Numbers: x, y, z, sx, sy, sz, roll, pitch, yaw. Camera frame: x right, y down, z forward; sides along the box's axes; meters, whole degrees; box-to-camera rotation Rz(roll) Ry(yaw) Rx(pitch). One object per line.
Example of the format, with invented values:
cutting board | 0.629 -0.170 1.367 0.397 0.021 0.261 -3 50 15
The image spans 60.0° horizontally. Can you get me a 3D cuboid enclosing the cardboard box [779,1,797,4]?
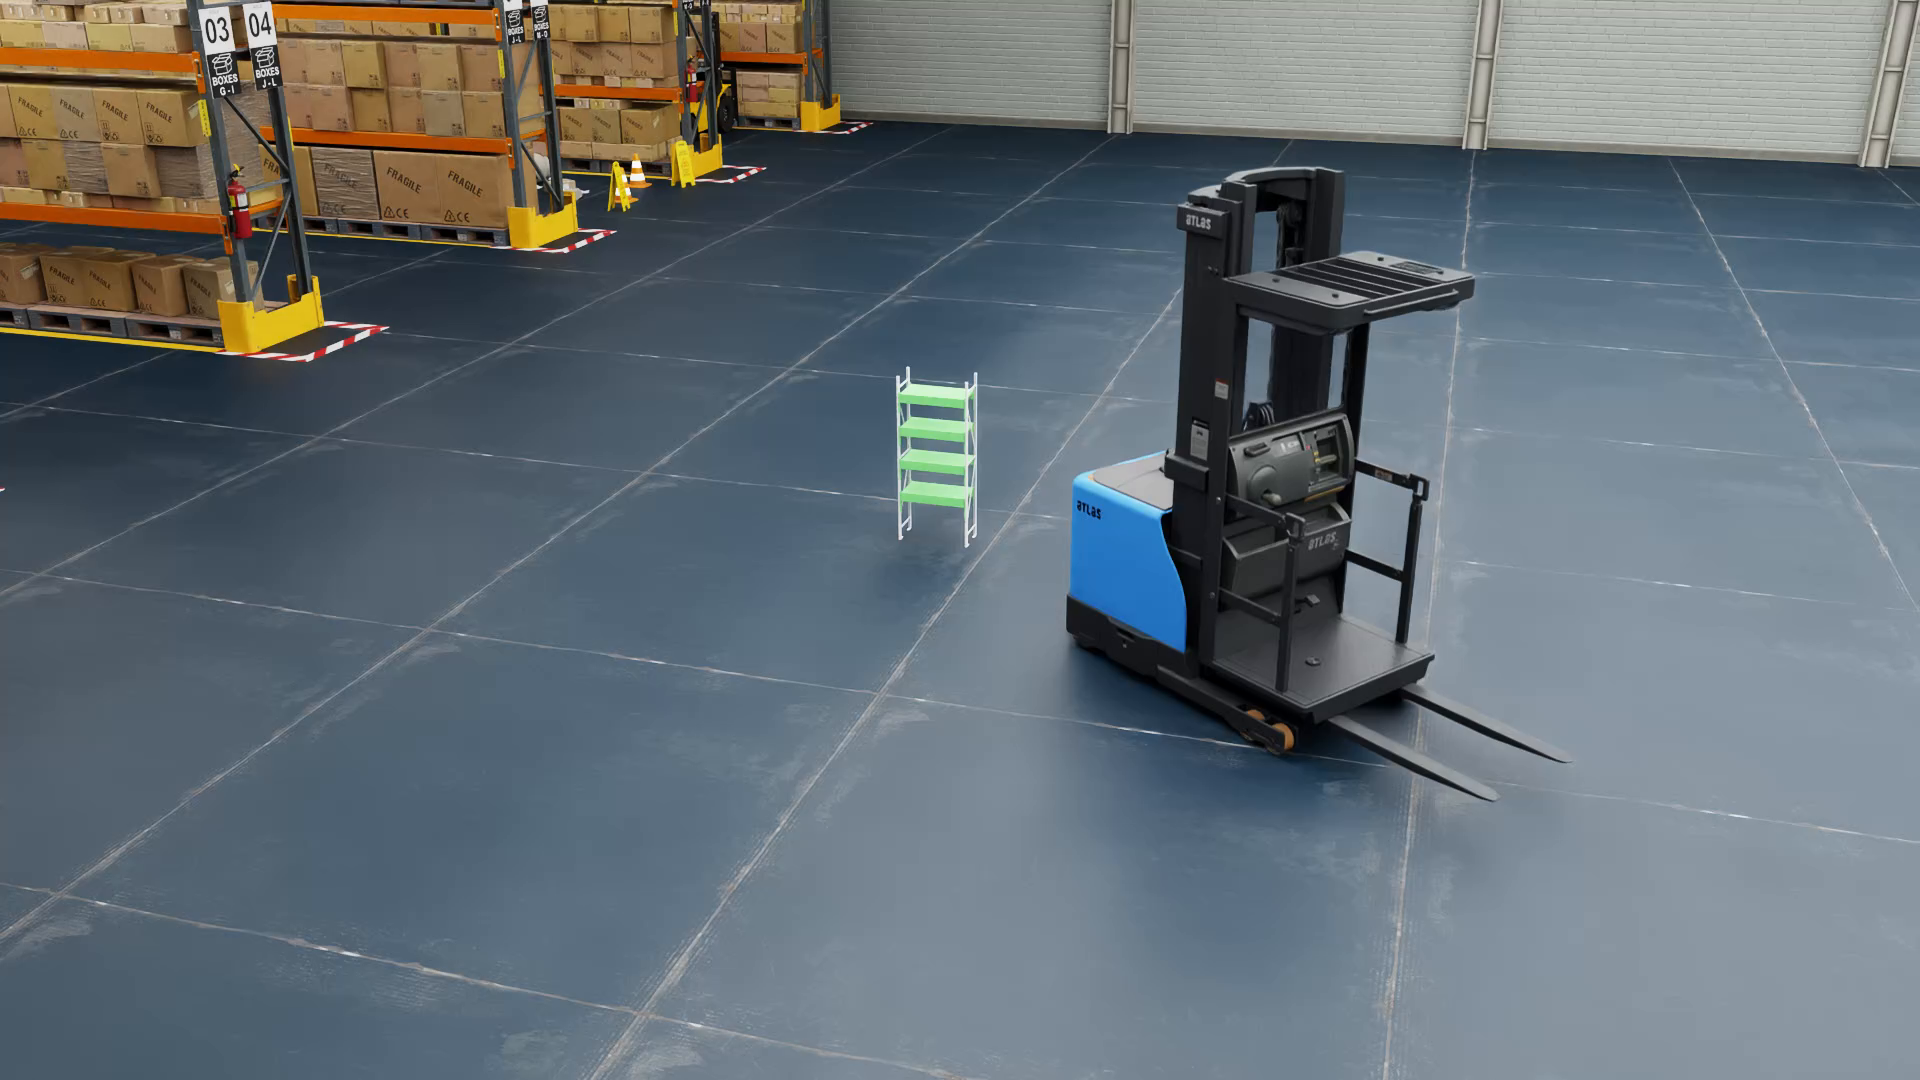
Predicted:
cardboard box | -3.016 -9.476 29.541 0.250 0.149 0.380 7 23 17

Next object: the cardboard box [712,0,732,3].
cardboard box | -4.252 -9.604 29.853 0.250 0.149 0.380 7 23 16

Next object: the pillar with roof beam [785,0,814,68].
pillar with roof beam | -4.170 -10.441 25.366 0.400 9.000 9.100 7 23 16

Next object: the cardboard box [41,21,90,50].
cardboard box | -8.315 -4.813 15.797 0.500 0.250 0.500 7 23 17

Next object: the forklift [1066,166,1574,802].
forklift | 1.944 -0.413 8.914 1.130 2.935 3.031 -16 27 -34

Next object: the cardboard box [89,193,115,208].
cardboard box | -8.347 -3.392 16.419 0.250 0.149 0.380 7 23 16

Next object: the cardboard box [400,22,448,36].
cardboard box | -8.288 -7.806 25.770 0.500 0.500 0.500 6 23 15

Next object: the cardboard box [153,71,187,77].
cardboard box | -10.083 -6.268 21.648 0.500 0.500 0.700 6 23 15

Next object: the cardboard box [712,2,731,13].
cardboard box | -4.175 -9.376 29.297 0.250 0.149 0.380 7 23 17

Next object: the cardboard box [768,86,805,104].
cardboard box | -3.076 -7.919 29.534 0.500 0.250 0.500 6 23 15

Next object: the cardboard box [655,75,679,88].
cardboard box | -4.370 -6.869 24.894 0.250 0.149 0.380 7 23 17

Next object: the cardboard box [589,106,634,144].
cardboard box | -5.293 -6.340 25.356 0.500 0.500 0.500 7 23 17

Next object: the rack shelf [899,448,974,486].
rack shelf | -0.158 -0.514 11.611 0.480 0.148 0.258 7 23 16

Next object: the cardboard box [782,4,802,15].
cardboard box | -2.924 -9.272 29.044 0.250 0.149 0.380 7 23 16

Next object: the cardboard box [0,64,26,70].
cardboard box | -12.515 -6.545 22.325 0.500 0.500 0.700 6 23 15

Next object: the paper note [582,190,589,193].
paper note | -5.430 -5.029 23.989 0.142 0.019 0.148 -1 22 -3

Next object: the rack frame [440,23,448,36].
rack frame | -7.780 -7.460 26.005 0.127 3.000 1.000 7 23 16

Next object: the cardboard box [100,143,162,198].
cardboard box | -7.845 -3.687 16.282 0.500 0.500 0.875 7 23 16

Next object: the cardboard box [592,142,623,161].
cardboard box | -5.296 -5.995 25.501 0.500 0.250 0.500 7 23 16

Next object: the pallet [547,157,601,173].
pallet | -5.955 -5.976 26.062 1.213 0.211 1.003 7 23 16

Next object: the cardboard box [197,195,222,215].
cardboard box | -7.145 -3.261 16.099 0.250 0.149 0.380 7 23 16

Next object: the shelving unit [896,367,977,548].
shelving unit | -0.158 -0.573 11.587 0.503 1.200 0.258 7 23 16

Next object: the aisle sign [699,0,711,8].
aisle sign | -3.801 -8.331 24.701 0.004 0.787 0.394 7 23 16

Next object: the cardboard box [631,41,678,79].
cardboard box | -4.549 -7.165 24.762 0.500 0.500 0.500 6 23 15

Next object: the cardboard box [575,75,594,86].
cardboard box | -5.615 -6.984 25.174 0.250 0.149 0.380 6 23 15

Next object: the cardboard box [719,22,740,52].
cardboard box | -4.052 -8.947 29.497 0.500 0.500 0.500 6 23 14

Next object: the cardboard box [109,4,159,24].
cardboard box | -7.678 -4.903 15.489 0.250 0.149 0.380 6 23 13

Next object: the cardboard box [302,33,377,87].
cardboard box | -7.732 -6.040 20.921 0.550 0.550 0.875 7 23 16

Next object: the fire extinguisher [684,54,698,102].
fire extinguisher | -3.974 -6.806 24.512 0.183 0.674 0.296 7 23 16

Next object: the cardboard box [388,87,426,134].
cardboard box | -6.684 -5.465 20.944 0.550 0.550 0.875 7 23 16

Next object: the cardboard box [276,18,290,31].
cardboard box | -10.744 -8.089 26.461 0.500 0.500 0.500 8 24 18

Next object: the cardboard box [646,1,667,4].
cardboard box | -5.390 -9.519 29.646 0.250 0.149 0.380 7 23 17

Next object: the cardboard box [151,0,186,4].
cardboard box | -7.507 -5.085 15.934 0.250 0.149 0.380 6 23 15

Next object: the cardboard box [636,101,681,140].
cardboard box | -4.666 -6.482 25.702 0.500 0.500 0.500 6 23 14

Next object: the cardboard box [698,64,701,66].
cardboard box | -4.853 -8.555 30.426 0.500 0.250 0.500 7 23 16

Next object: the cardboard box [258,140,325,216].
cardboard box | -8.531 -4.768 21.687 0.875 0.875 0.875 7 23 16

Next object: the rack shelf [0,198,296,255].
rack shelf | -8.728 -3.308 16.829 4.000 0.370 1.077 7 23 16

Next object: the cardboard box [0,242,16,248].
cardboard box | -10.271 -2.839 17.480 0.500 0.500 0.500 6 23 14

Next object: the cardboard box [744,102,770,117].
cardboard box | -3.535 -7.743 29.763 0.500 0.250 0.500 7 23 15

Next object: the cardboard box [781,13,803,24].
cardboard box | -2.933 -9.108 29.036 0.250 0.149 0.380 7 23 16

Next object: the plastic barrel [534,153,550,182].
plastic barrel | -6.365 -5.506 24.636 0.512 0.421 0.421 -14 26 -30

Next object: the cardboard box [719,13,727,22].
cardboard box | -4.168 -9.240 29.357 0.250 0.149 0.380 7 23 16

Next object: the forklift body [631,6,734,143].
forklift body | -4.863 -7.978 28.386 1.214 2.155 2.313 7 23 16

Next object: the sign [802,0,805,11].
sign | -2.690 -9.275 28.592 0.005 0.325 0.100 7 23 16

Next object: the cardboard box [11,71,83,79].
cardboard box | -9.175 -4.447 16.819 0.500 0.500 0.500 7 23 16

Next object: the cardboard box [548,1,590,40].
cardboard box | -5.940 -7.827 25.057 0.500 0.500 0.700 6 23 15

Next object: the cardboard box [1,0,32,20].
cardboard box | -8.905 -5.070 15.897 0.250 0.149 0.380 7 23 17

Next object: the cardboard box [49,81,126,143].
cardboard box | -8.369 -4.147 16.086 0.500 0.500 0.500 7 23 16

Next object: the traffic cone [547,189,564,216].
traffic cone | -5.382 -4.613 22.406 0.334 0.463 0.336 7 23 16

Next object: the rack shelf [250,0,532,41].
rack shelf | -7.198 -6.487 20.626 4.000 0.370 1.077 7 23 16

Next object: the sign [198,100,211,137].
sign | -6.992 -3.904 15.392 0.005 0.325 0.100 7 23 16

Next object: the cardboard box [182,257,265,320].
cardboard box | -7.406 -2.534 16.735 0.500 0.500 0.500 11 25 25

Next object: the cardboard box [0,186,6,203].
cardboard box | -9.571 -3.495 16.669 0.250 0.149 0.380 7 23 16

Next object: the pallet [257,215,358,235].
pallet | -8.408 -4.249 21.850 1.213 0.211 1.003 7 23 15
